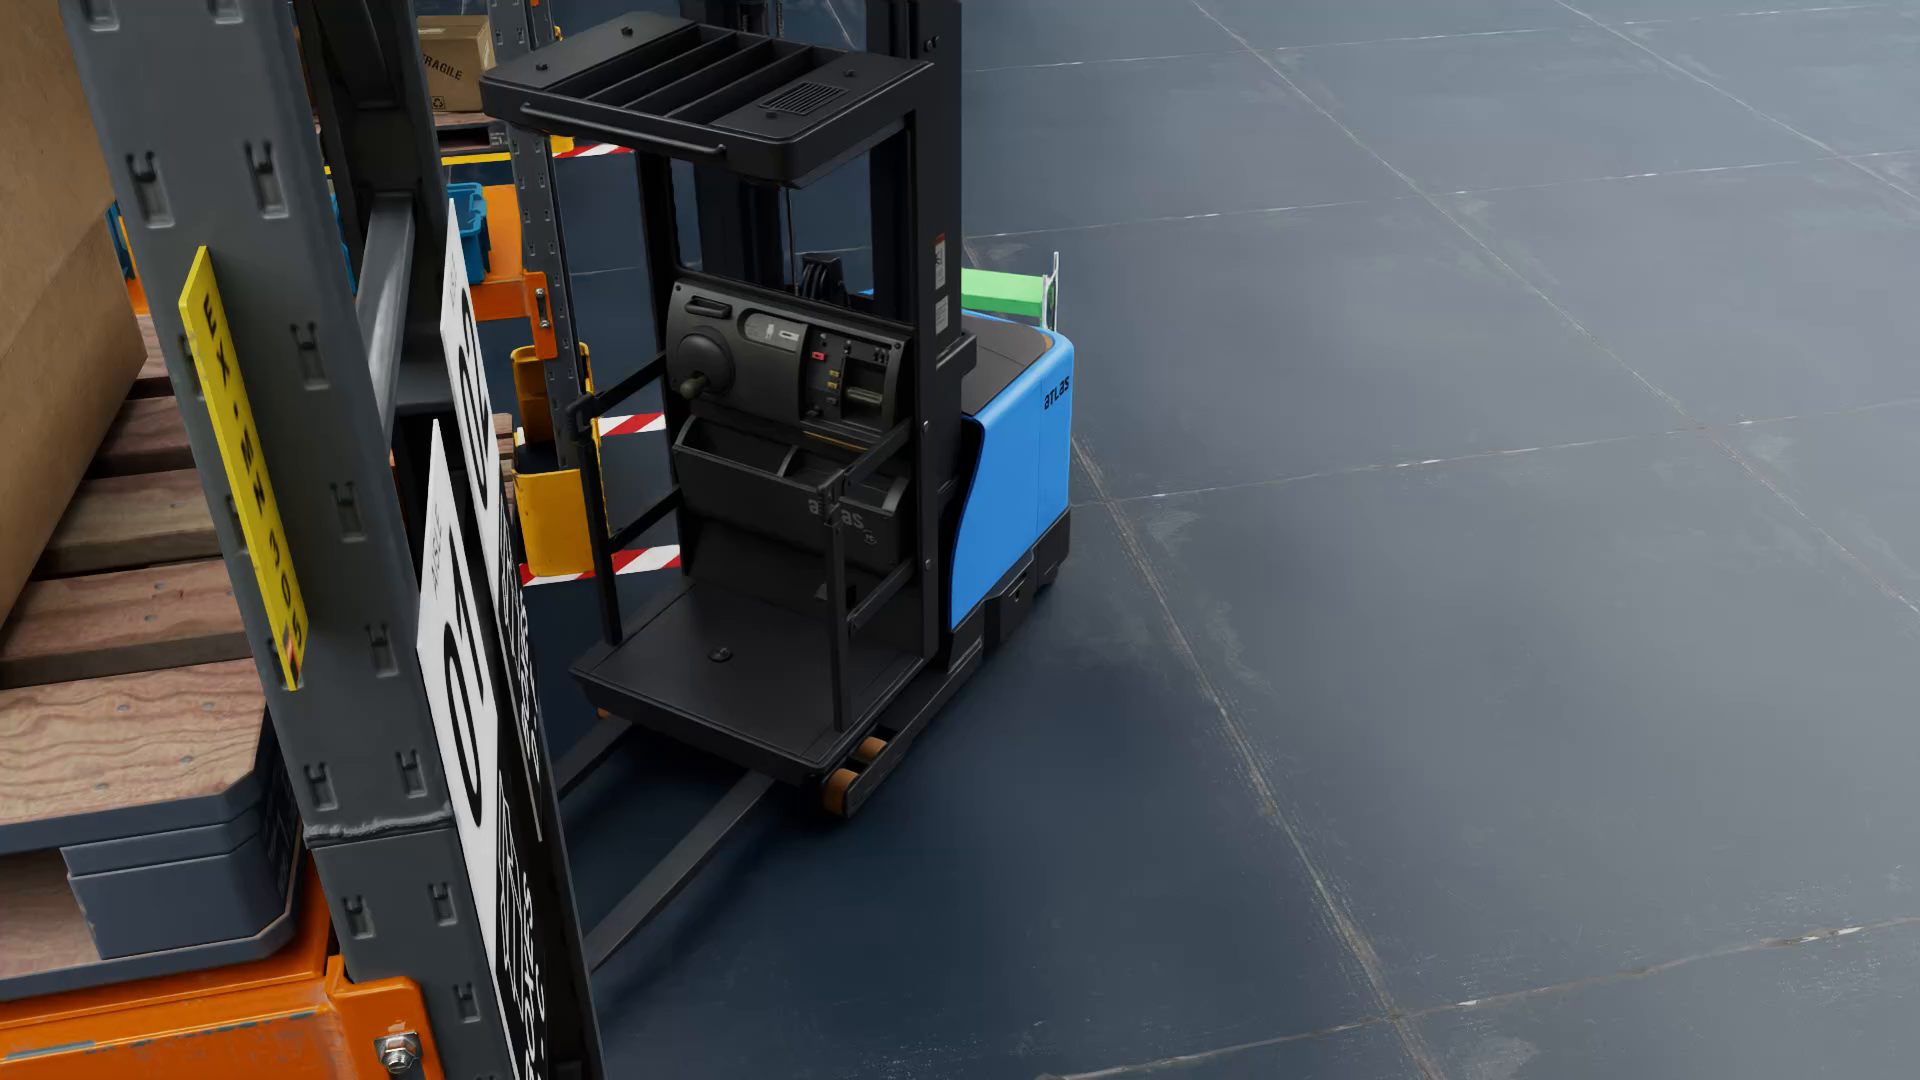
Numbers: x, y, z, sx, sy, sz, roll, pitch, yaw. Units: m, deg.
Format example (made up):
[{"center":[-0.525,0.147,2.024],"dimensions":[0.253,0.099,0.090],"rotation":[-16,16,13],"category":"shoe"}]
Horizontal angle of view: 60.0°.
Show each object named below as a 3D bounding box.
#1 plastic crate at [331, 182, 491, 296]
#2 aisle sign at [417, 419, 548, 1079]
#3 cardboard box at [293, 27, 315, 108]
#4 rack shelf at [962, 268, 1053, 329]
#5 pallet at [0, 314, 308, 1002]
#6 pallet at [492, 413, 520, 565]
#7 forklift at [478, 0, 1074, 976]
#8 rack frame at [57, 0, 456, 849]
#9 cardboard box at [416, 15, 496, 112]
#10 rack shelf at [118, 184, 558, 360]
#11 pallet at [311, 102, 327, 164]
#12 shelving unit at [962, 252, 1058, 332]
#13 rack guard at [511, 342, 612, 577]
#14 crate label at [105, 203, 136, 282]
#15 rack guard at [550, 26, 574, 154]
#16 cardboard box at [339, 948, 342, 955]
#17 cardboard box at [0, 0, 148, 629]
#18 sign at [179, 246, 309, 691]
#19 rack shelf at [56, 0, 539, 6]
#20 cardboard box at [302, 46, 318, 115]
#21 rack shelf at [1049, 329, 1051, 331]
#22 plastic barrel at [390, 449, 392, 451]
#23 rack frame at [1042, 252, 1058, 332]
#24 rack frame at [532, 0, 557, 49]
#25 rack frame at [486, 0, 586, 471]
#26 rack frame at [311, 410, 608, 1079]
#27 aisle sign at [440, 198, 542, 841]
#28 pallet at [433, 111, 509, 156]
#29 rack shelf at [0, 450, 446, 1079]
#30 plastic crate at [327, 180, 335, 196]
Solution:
[{"center":[-2.134,-1.169,6.433],"dimensions":[0.616,0.251,0.499],"rotation":[-7,35,-11],"category":"plastic crate"},{"center":[-0.494,0.310,1.763],"dimensions":[0.004,0.787,0.394],"rotation":[-7,35,-11],"category":"aisle sign"},{"center":[-4.607,-3.056,10.979],"dimensions":[0.500,0.500,0.500],"rotation":[-4,34,-6],"category":"cardboard box"},{"center":[0.134,-1.007,6.927],"dimensions":[0.480,0.148,0.258],"rotation":[8,35,12],"category":"rack shelf"},{"center":[-1.318,0.102,1.793],"dimensions":[1.213,0.211,1.003],"rotation":[-7,35,-11],"category":"pallet"},{"center":[-2.569,-0.165,7.306],"dimensions":[1.213,0.211,1.003],"rotation":[-7,35,-11],"category":"pallet"},{"center":[-0.699,-0.543,5.429],"dimensions":[1.130,2.935,3.031],"rotation":[17,38,24],"category":"forklift"},{"center":[-0.622,-1.253,1.042],"dimensions":[0.127,3.000,1.000],"rotation":[-7,35,-11],"category":"rack frame"},{"center":[-3.417,-3.215,11.216],"dimensions":[0.500,0.500,0.500],"rotation":[-1,34,-2],"category":"cardboard box"},{"center":[-3.662,-0.910,6.560],"dimensions":[4.000,0.370,1.077],"rotation":[-7,35,-11],"category":"rack shelf"},{"center":[-4.866,-2.751,11.159],"dimensions":[1.213,0.211,1.003],"rotation":[-7,35,-11],"category":"pallet"},{"center":[0.134,-0.662,7.159],"dimensions":[0.503,1.200,0.258],"rotation":[8,35,12],"category":"shelving unit"},{"center":[-1.775,-0.382,7.370],"dimensions":[0.348,0.500,1.175],"rotation":[-7,35,-11],"category":"rack guard"},{"center":[-3.447,-1.096,6.160],"dimensions":[0.616,0.435,0.502],"rotation":[-7,35,-11],"category":"crate label"},{"center":[-2.878,-3.099,11.420],"dimensions":[0.348,0.500,1.175],"rotation":[-7,35,-11],"category":"rack guard"},{"center":[-1.132,0.715,2.239],"dimensions":[0.500,0.500,0.700],"rotation":[-7,35,-10],"category":"cardboard box"},{"center":[-1.184,-0.215,1.591],"dimensions":[0.637,0.503,0.797],"rotation":[-5,34,-7],"category":"cardboard box"},{"center":[-0.516,-0.046,1.211],"dimensions":[0.005,0.325,0.100],"rotation":[-7,35,-11],"category":"sign"},{"center":[-4.755,-3.602,10.571],"dimensions":[4.000,0.370,1.077],"rotation":[-7,35,-11],"category":"rack shelf"},{"center":[-3.992,-3.123,11.079],"dimensions":[0.500,0.500,0.500],"rotation":[1,34,2],"category":"cardboard box"},{"center":[0.134,-0.808,7.061],"dimensions":[0.480,0.148,0.258],"rotation":[8,35,12],"category":"rack shelf"},{"center":[-2.337,-0.473,7.119],"dimensions":[0.421,0.512,0.421],"rotation":[0,34,0],"category":"plastic barrel"},{"center":[0.370,-0.627,7.108],"dimensions":[0.015,1.200,0.240],"rotation":[8,35,12],"category":"rack frame"},{"center":[-2.804,-4.146,10.737],"dimensions":[0.127,3.000,1.000],"rotation":[-7,35,-11],"category":"rack frame"},{"center":[-1.712,-1.455,6.726],"dimensions":[0.127,3.000,1.000],"rotation":[-7,35,-11],"category":"rack frame"},{"center":[-0.622,1.238,2.713],"dimensions":[0.127,3.000,1.000],"rotation":[-7,35,-11],"category":"rack frame"},{"center":[-0.626,-0.016,2.249],"dimensions":[0.004,0.787,0.394],"rotation":[-7,35,-11],"category":"aisle sign"},{"center":[-3.679,-2.899,11.380],"dimensions":[1.213,0.211,1.003],"rotation":[-7,35,-11],"category":"pallet"},{"center":[-2.573,0.537,1.711],"dimensions":[4.000,0.370,1.077],"rotation":[-7,35,-11],"category":"rack shelf"},{"center":[-2.655,-1.410,6.896],"dimensions":[0.250,0.136,0.298],"rotation":[-7,35,-11],"category":"plastic crate"}]
